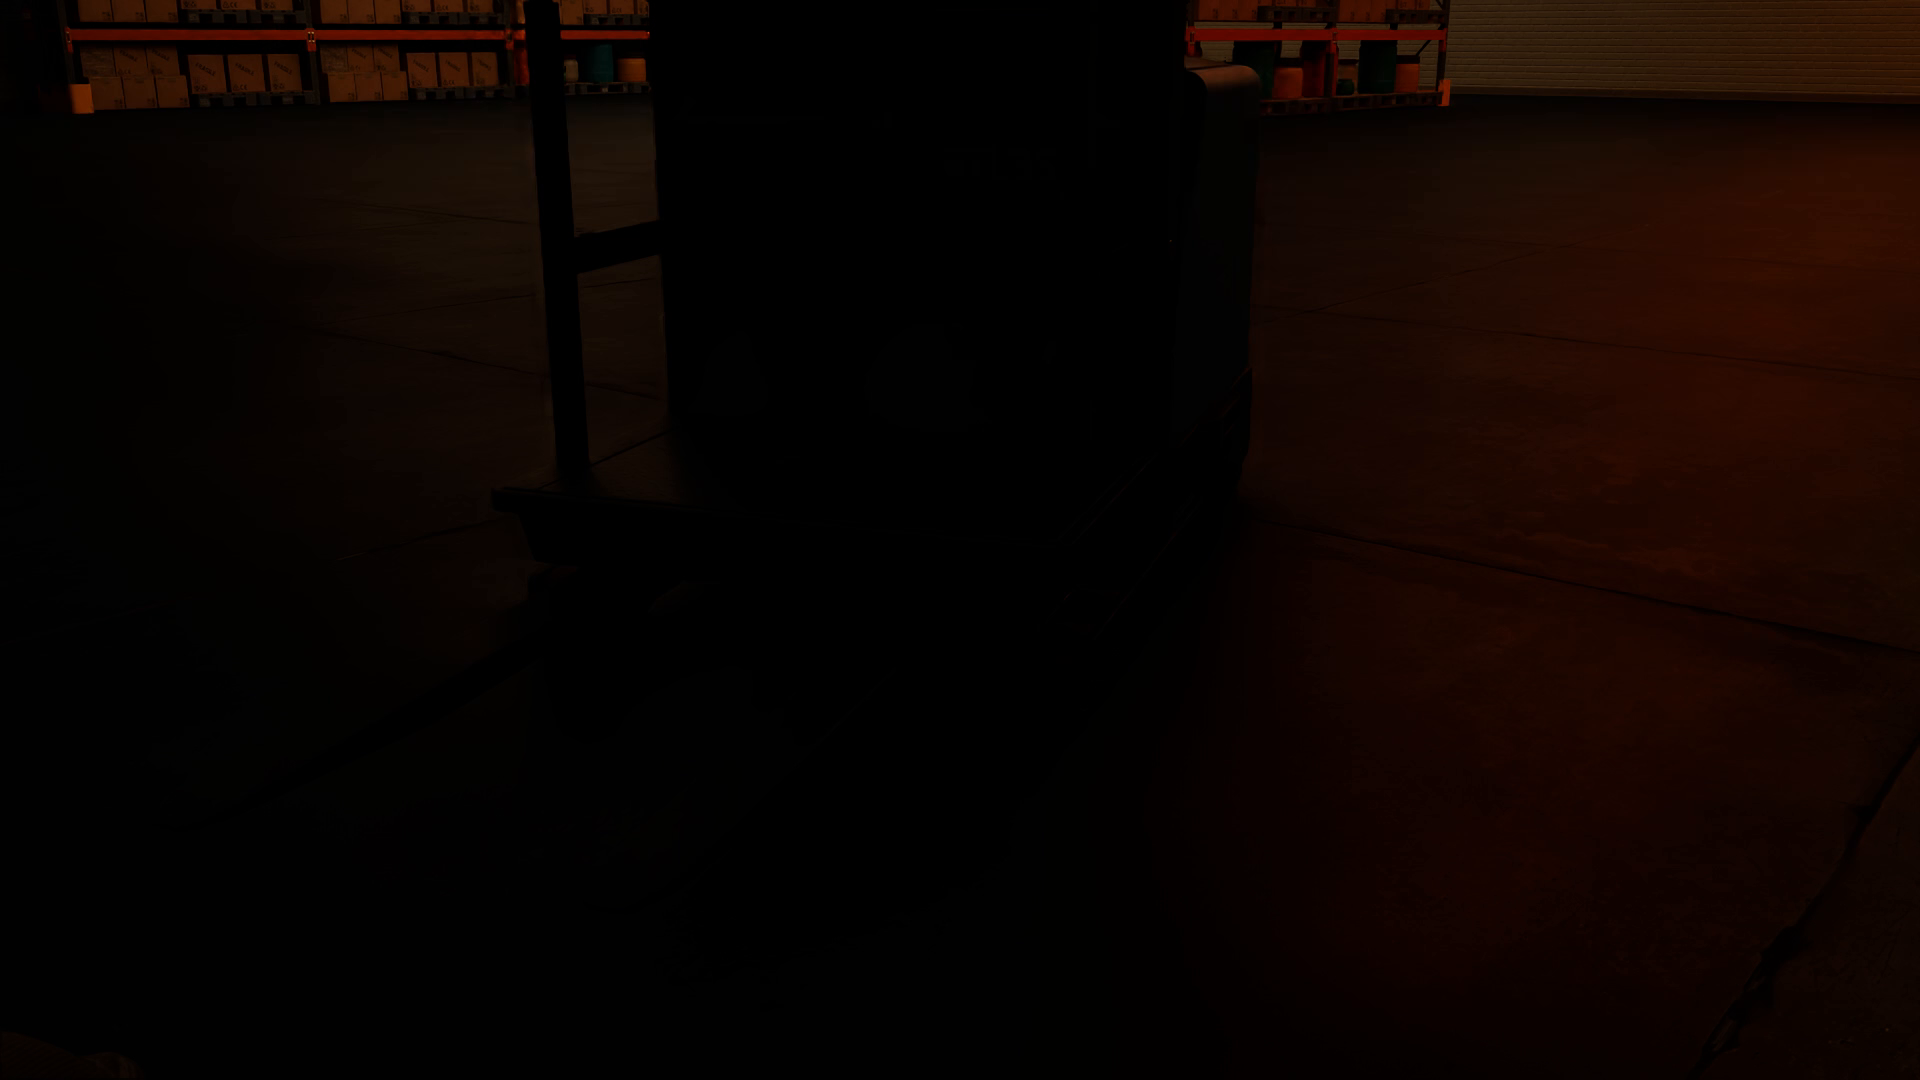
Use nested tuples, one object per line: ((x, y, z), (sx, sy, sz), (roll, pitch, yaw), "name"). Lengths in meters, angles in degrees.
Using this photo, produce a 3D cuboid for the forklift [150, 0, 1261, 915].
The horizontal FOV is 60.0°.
((-0.187, -1.228, 2.942), (1.130, 2.935, 3.031), (6, 18, 18), "forklift")
